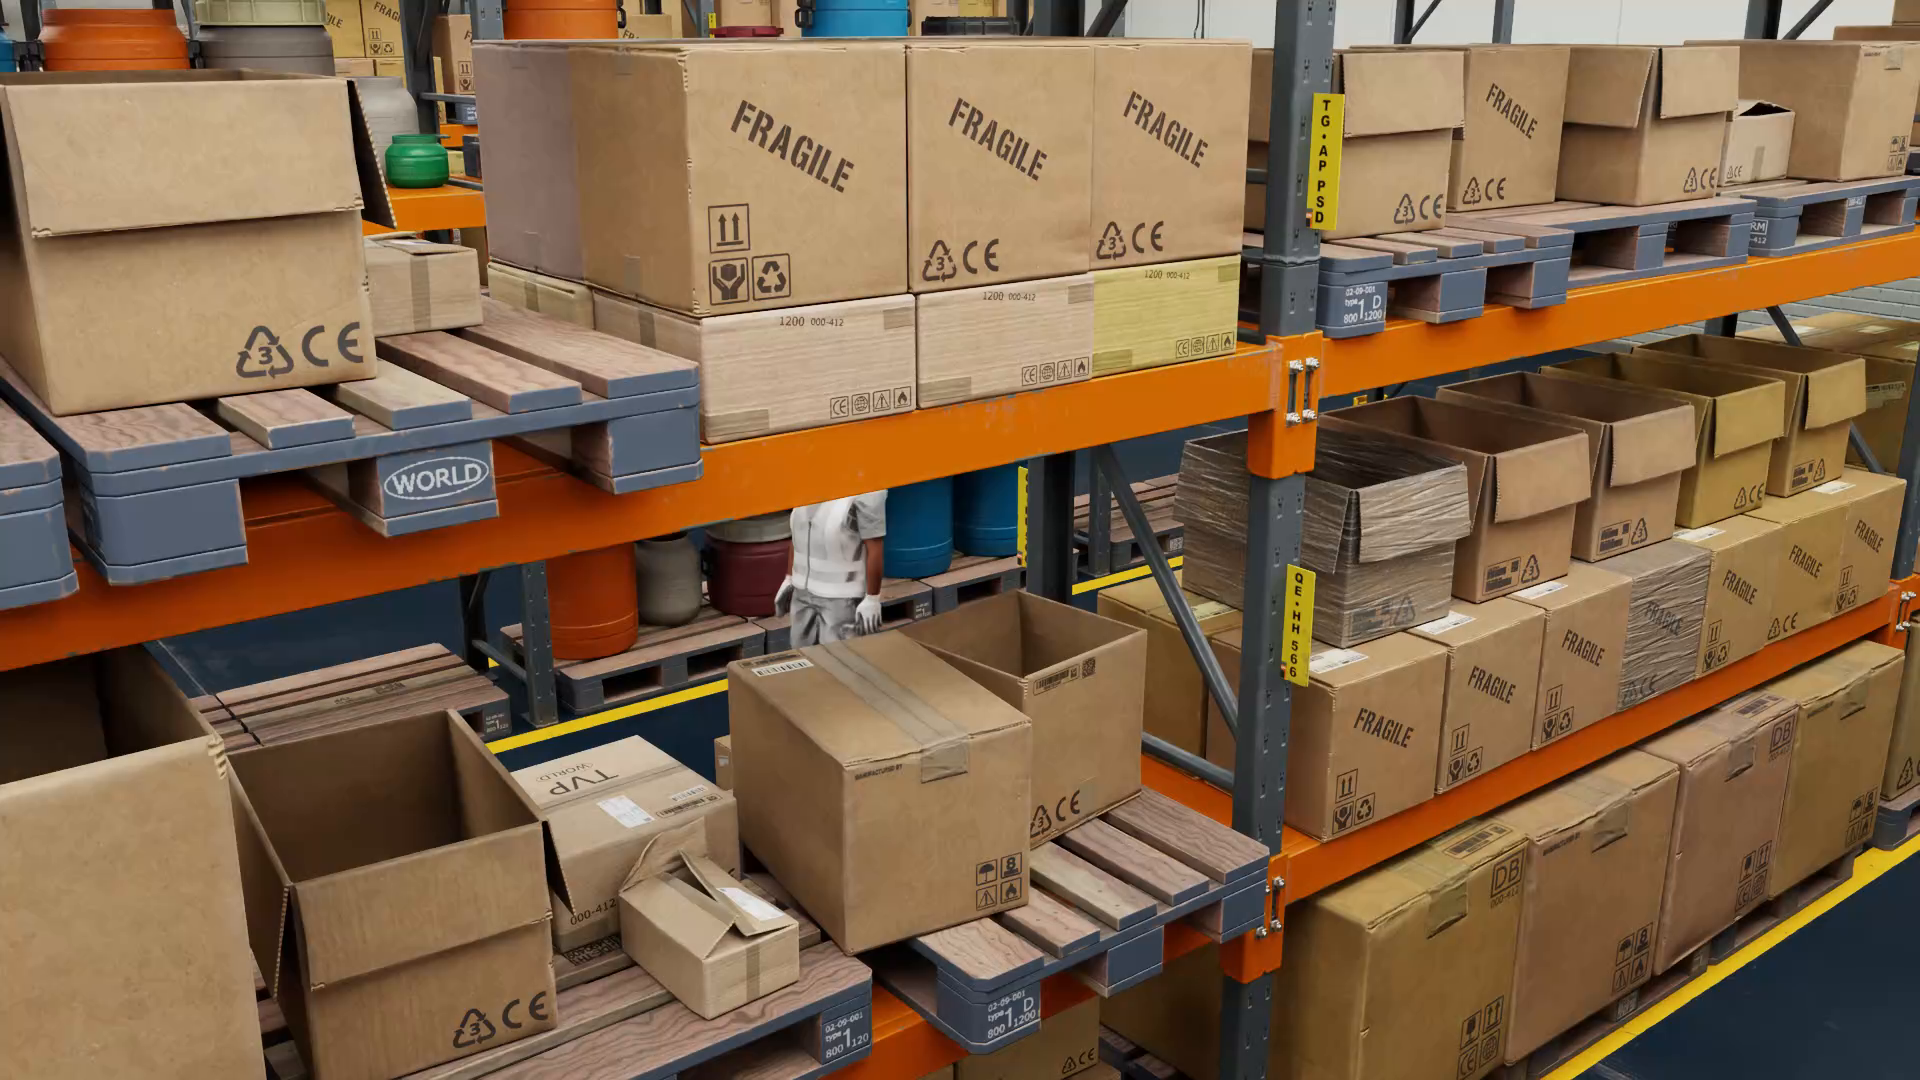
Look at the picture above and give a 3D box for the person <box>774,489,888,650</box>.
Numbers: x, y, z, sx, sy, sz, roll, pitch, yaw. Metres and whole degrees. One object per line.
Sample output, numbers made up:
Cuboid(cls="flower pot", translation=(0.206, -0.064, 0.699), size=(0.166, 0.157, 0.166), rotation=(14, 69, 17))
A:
Cuboid(cls="person", translation=(-0.617, 0.225, 8.164), size=(0.581, 1.722, 0.498), rotation=(16, 24, 42))
